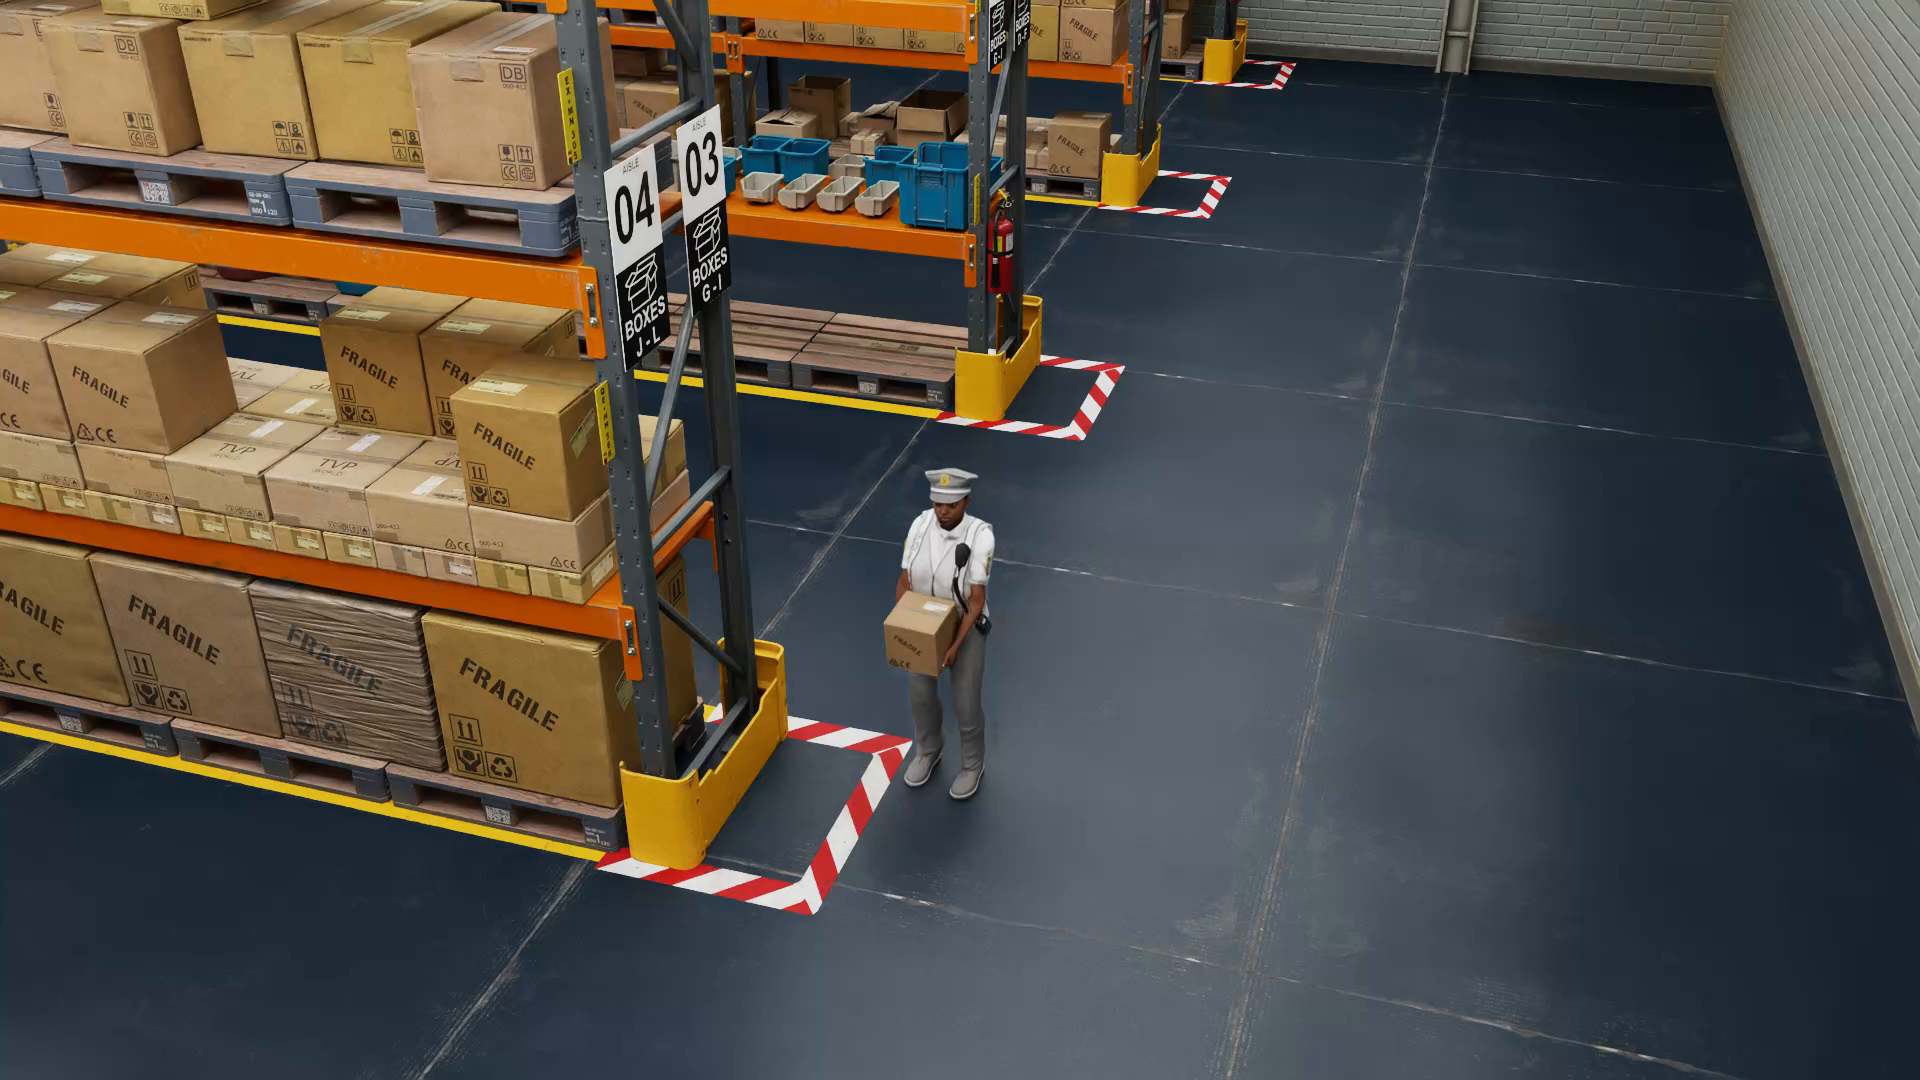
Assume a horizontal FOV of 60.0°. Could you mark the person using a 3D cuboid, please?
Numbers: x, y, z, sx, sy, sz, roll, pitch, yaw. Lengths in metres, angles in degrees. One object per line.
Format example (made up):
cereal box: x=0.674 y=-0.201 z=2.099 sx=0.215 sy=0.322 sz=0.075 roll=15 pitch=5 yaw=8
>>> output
person: x=-0.091 y=0.452 z=7.676 sx=0.435 sy=1.692 sz=0.520 roll=12 pitch=32 yaw=21
